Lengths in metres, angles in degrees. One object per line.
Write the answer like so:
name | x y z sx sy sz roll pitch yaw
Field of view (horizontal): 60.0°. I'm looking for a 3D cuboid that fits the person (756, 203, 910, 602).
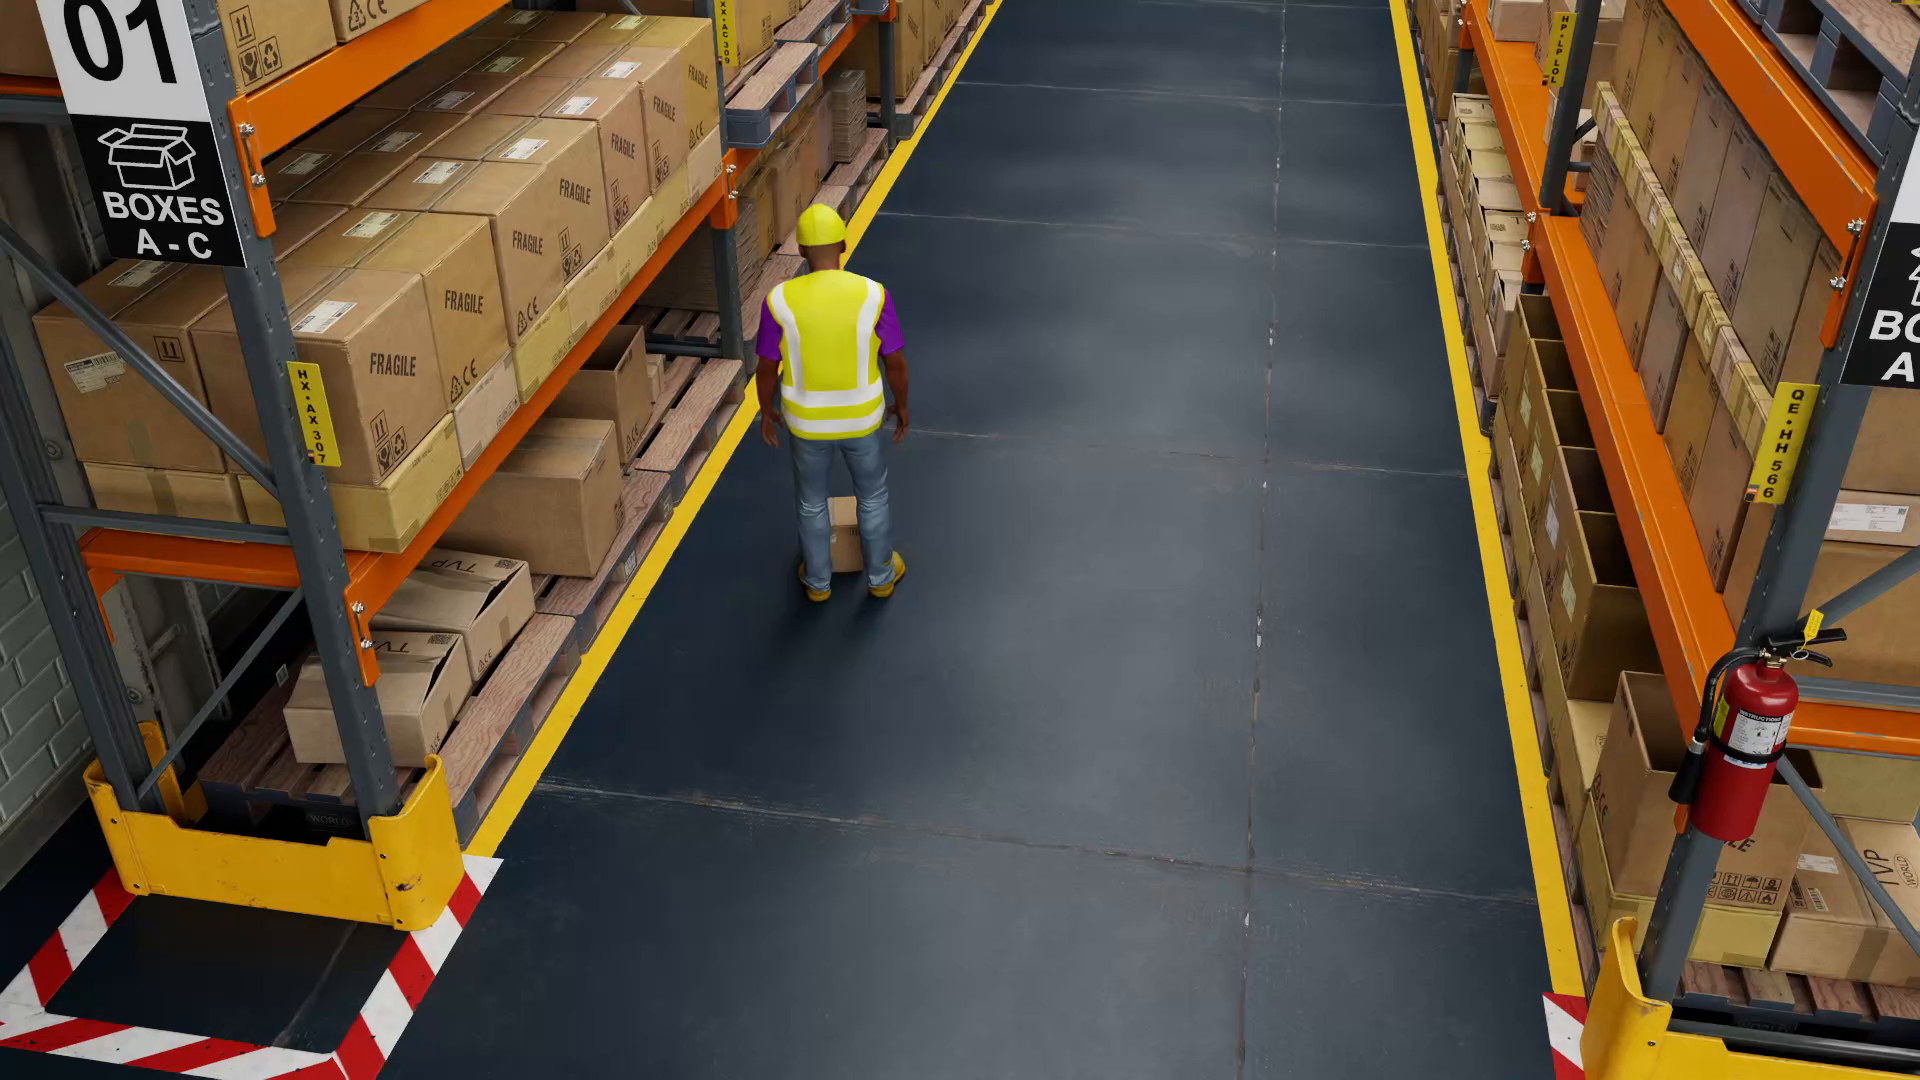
person | -0.527 -0.544 6.987 0.632 1.757 0.463 -2 32 -3
